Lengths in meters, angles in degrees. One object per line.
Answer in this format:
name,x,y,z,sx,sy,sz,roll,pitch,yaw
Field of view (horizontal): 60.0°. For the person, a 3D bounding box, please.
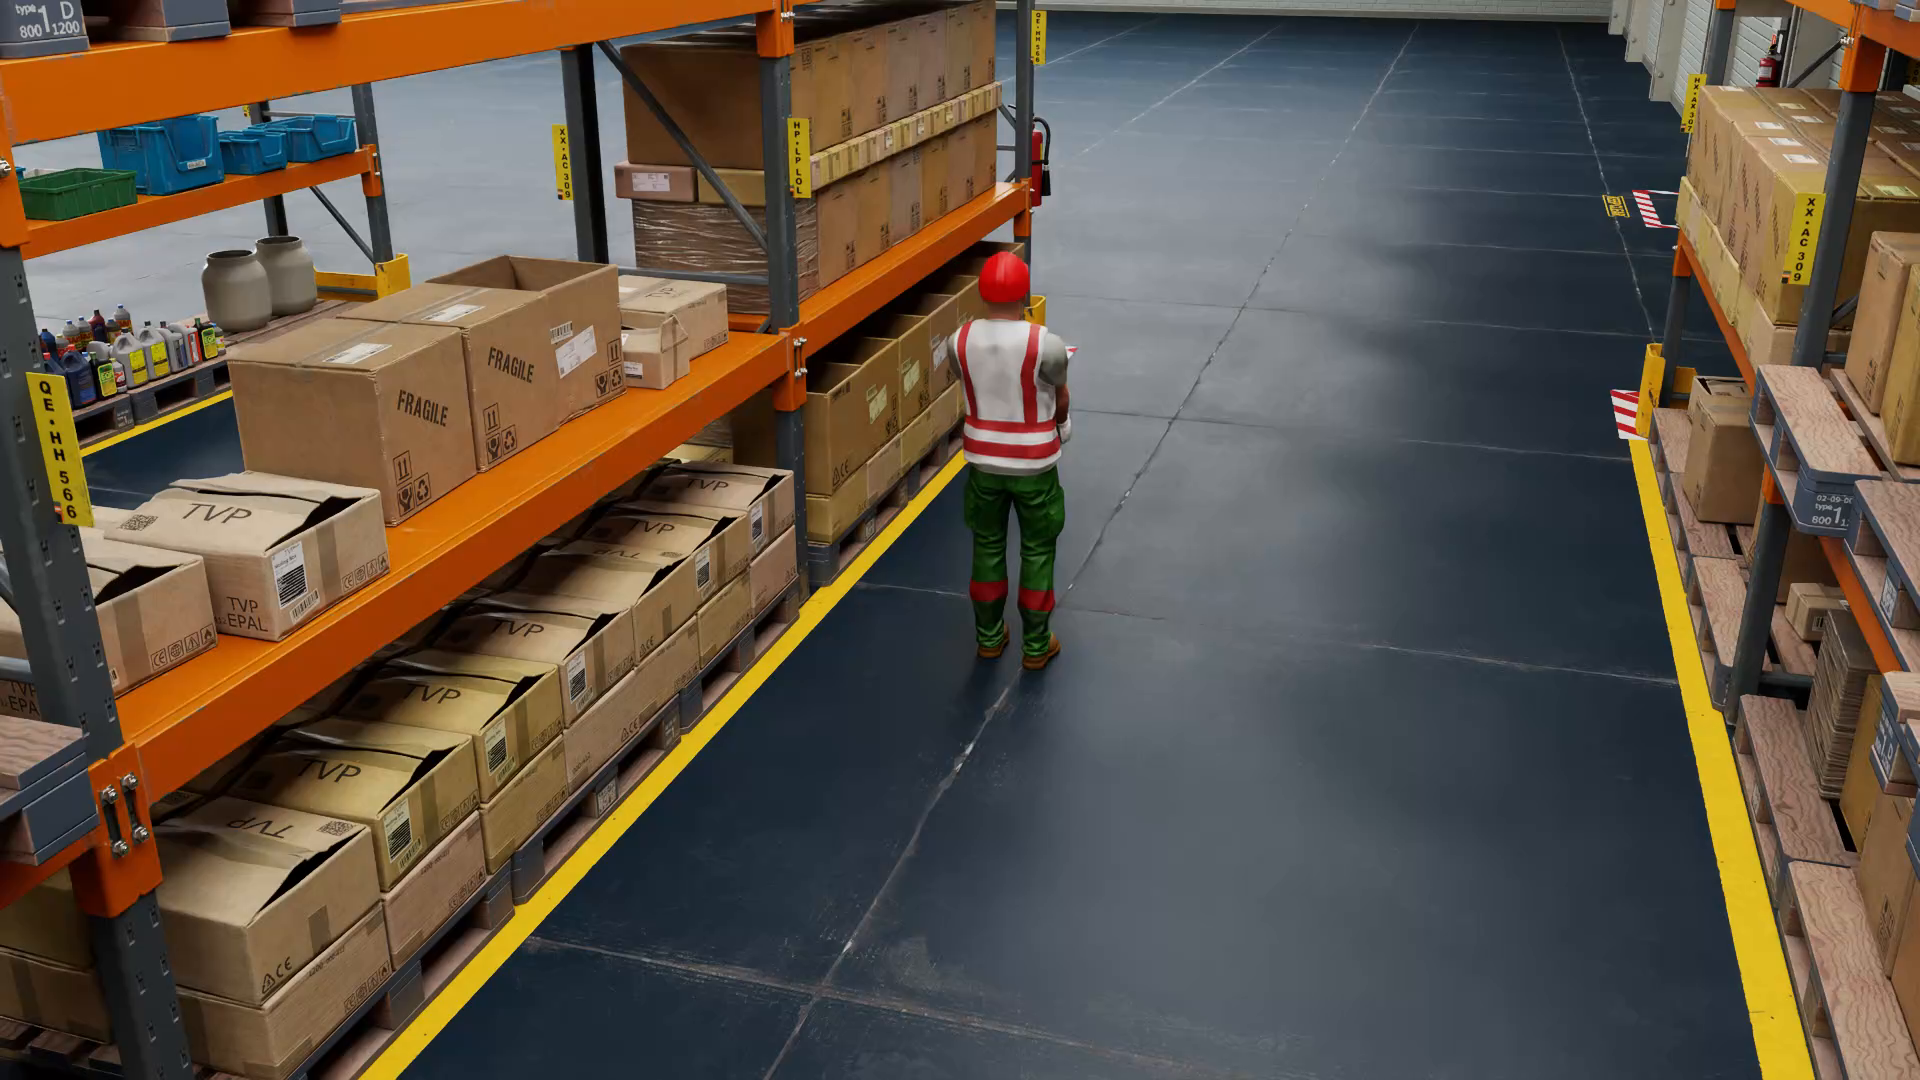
person,0.228,-0.352,6.948,0.494,1.782,0.564,6,23,16
